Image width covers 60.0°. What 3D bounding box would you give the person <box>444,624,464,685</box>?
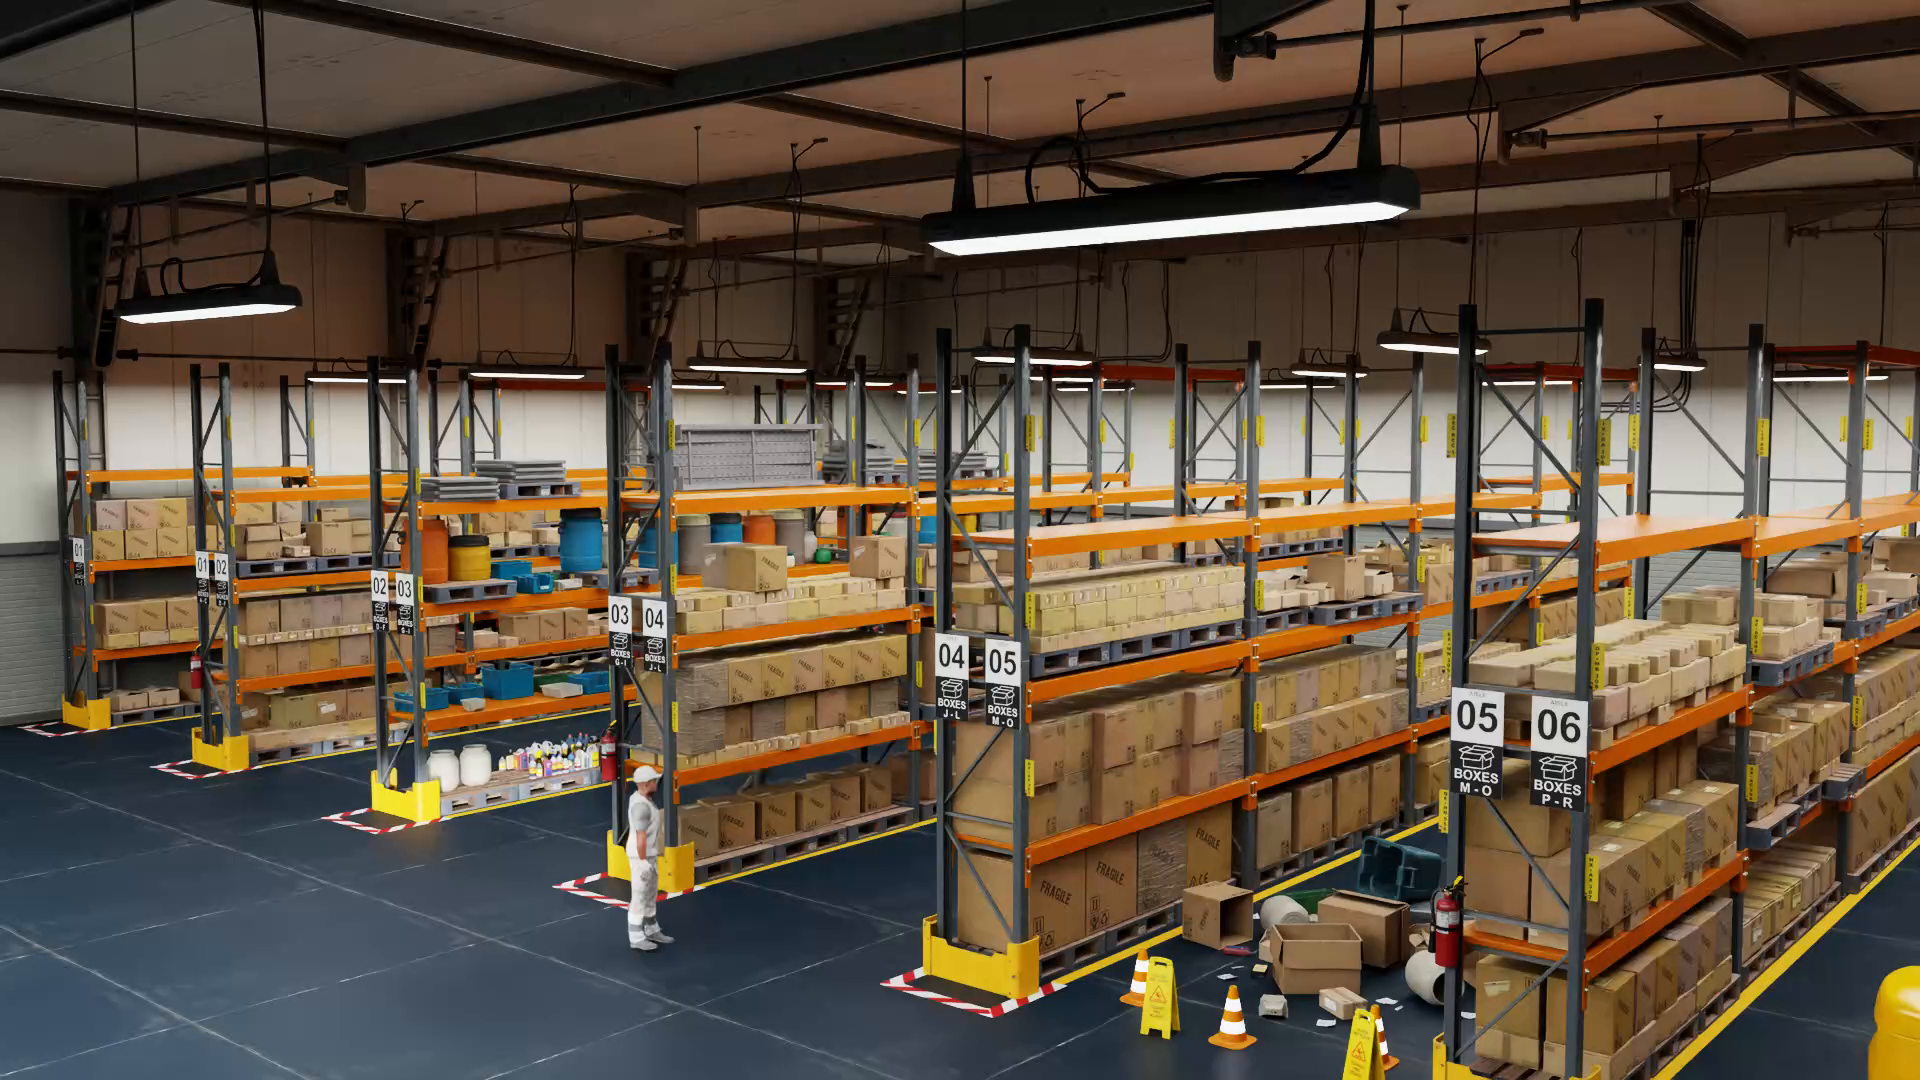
[{"bbox_3d":[-9.320,2.099,30.367,0.550,1.716,0.540,-2,4,-21],"label":"person"}]

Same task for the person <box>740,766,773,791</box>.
[{"bbox_3d":[-2.690,2.731,22.115,0.466,1.649,0.450,-1,4,-16],"label":"person"}]

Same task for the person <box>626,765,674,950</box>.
[{"bbox_3d":[-3.041,3.099,16.247,0.442,1.810,0.590,0,4,-4],"label":"person"}]
